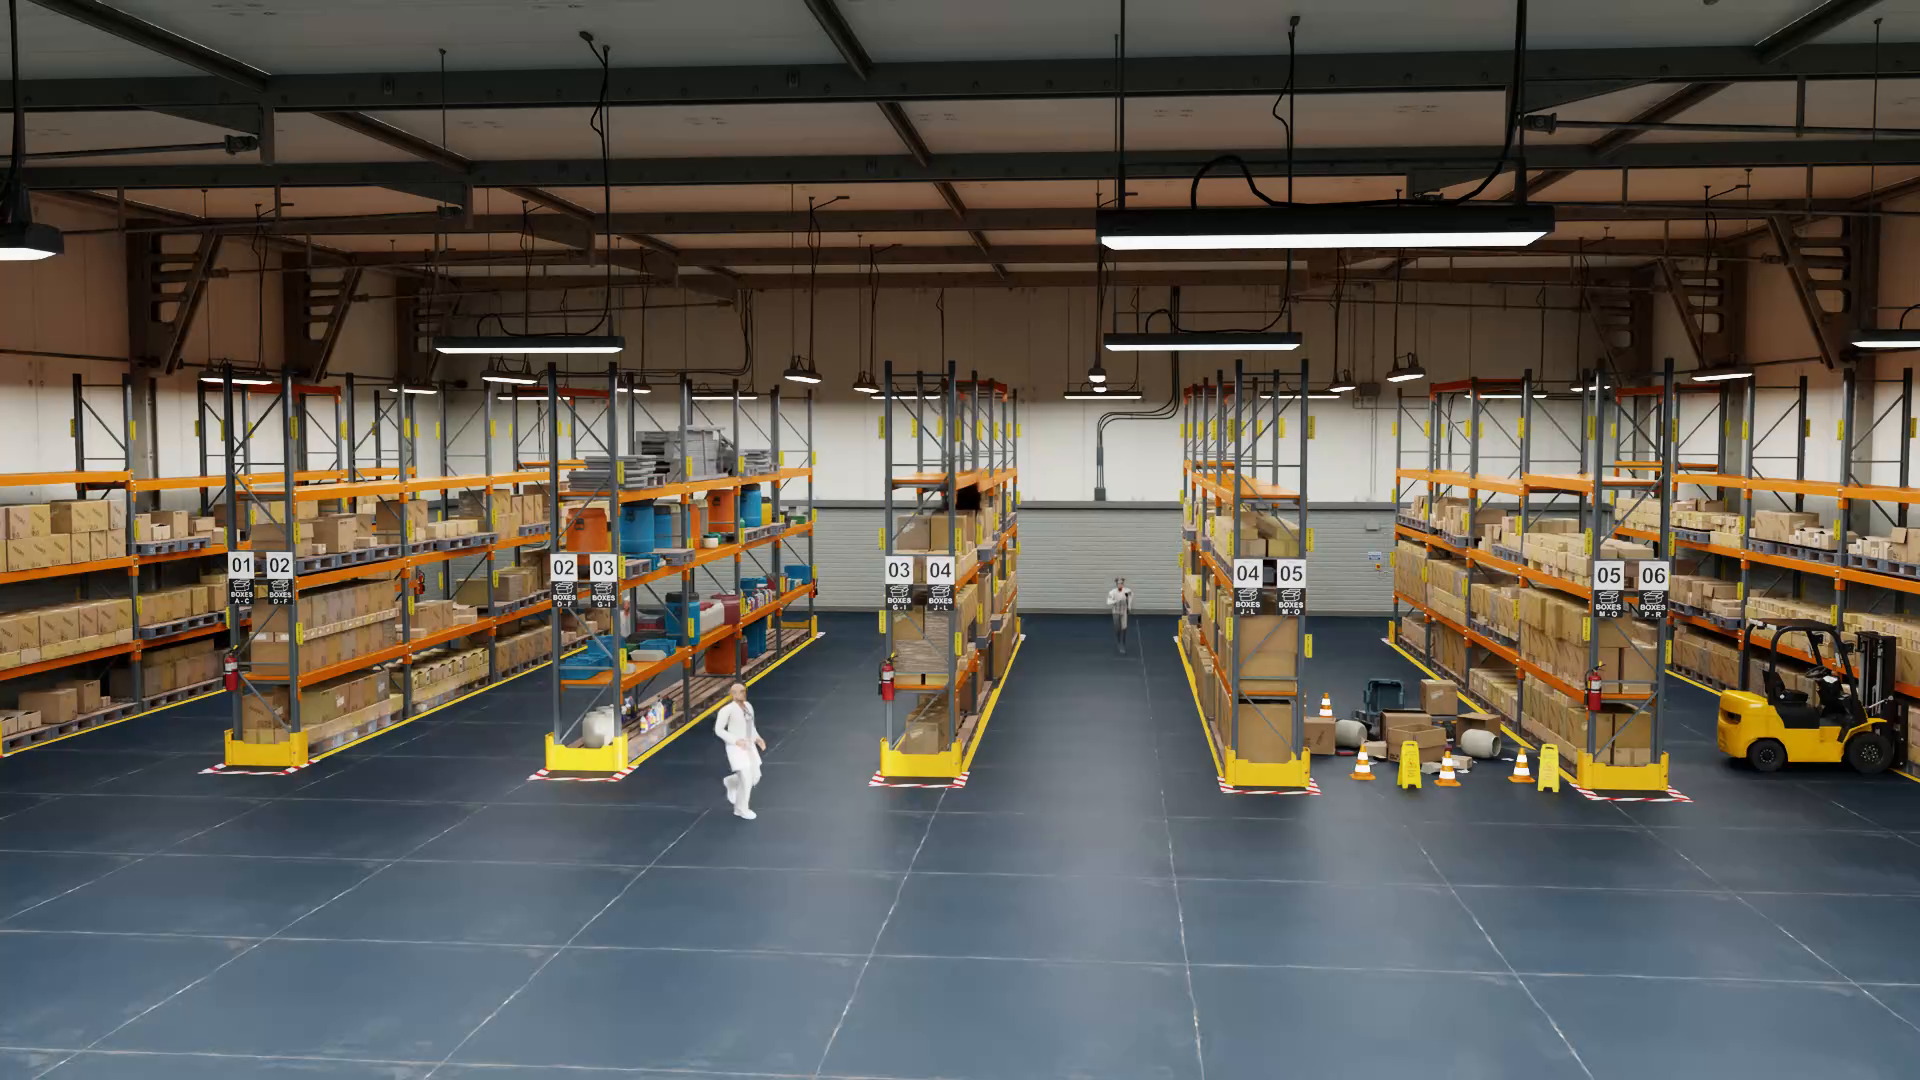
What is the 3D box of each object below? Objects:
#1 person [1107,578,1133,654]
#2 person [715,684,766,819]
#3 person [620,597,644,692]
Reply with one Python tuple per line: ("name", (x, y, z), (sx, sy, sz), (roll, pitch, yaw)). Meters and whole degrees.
("person", (3.621, 1.706, 37.609), (0.594, 1.752, 0.829), (0, 4, 6))
("person", (-2.892, 2.768, 21.585), (0.643, 1.655, 0.712), (3, 5, 35))
("person", (-6.407, 1.992, 32.306), (0.667, 1.786, 0.956), (0, 4, 2))
